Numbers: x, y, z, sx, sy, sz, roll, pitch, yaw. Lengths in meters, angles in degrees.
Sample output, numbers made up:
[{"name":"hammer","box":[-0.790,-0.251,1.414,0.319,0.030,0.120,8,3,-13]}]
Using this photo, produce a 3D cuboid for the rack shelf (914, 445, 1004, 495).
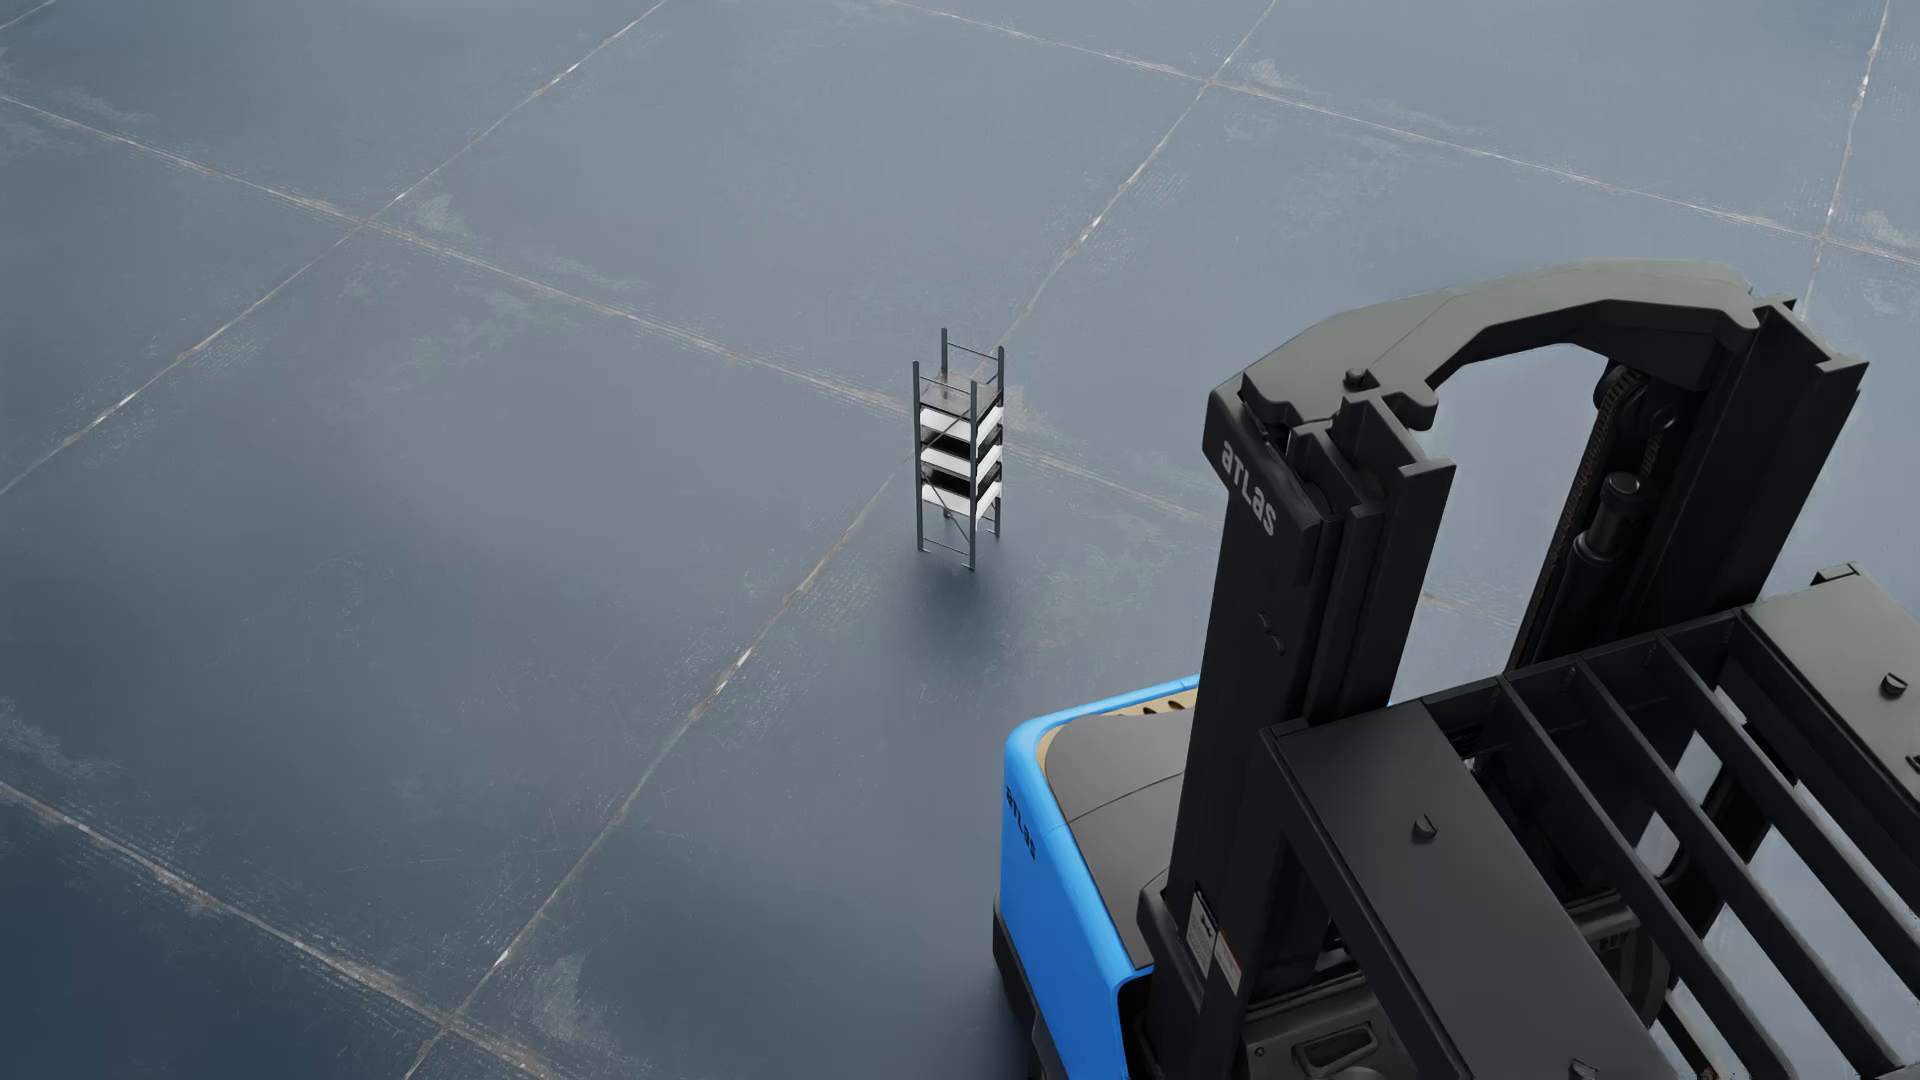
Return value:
[{"name":"rack shelf","box":[-0.004,-0.288,5.949,0.258,0.077,0.200,20,49,19]}]

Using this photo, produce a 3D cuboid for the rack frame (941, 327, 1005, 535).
[{"name":"rack frame","box":[0.043,-0.375,5.988,0.240,0.900,0.006,20,49,19]}]

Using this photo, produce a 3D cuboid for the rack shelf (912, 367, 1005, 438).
[{"name":"rack shelf","box":[-0.004,-0.478,5.757,0.258,0.077,0.200,20,49,19]}]

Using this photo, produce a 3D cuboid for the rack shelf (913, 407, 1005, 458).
[{"name":"rack shelf","box":[-0.004,-0.414,5.821,0.258,0.077,0.200,20,49,19]}]

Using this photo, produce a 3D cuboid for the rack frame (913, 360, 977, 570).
[{"name":"rack frame","box":[-0.051,-0.247,5.862,0.240,0.900,0.006,20,49,19]}]

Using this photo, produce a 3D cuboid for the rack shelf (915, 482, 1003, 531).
[{"name":"rack shelf","box":[-0.004,-0.161,6.077,0.258,0.077,0.200,20,49,19]}]

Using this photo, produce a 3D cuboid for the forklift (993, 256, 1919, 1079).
[{"name":"forklift","box":[1.054,1.085,3.117,1.130,2.935,3.031,-14,47,-13]}]

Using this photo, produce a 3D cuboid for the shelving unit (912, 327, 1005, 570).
[{"name":"shelving unit","box":[-0.004,-0.311,5.925,0.258,0.900,0.210,20,49,19]}]

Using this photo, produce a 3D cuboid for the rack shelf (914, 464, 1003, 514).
[{"name":"rack shelf","box":[-0.004,-0.225,6.013,0.258,0.077,0.200,20,49,19]}]

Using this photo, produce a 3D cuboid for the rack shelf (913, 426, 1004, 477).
[{"name":"rack shelf","box":[-0.004,-0.351,5.885,0.258,0.077,0.200,20,49,19]}]
